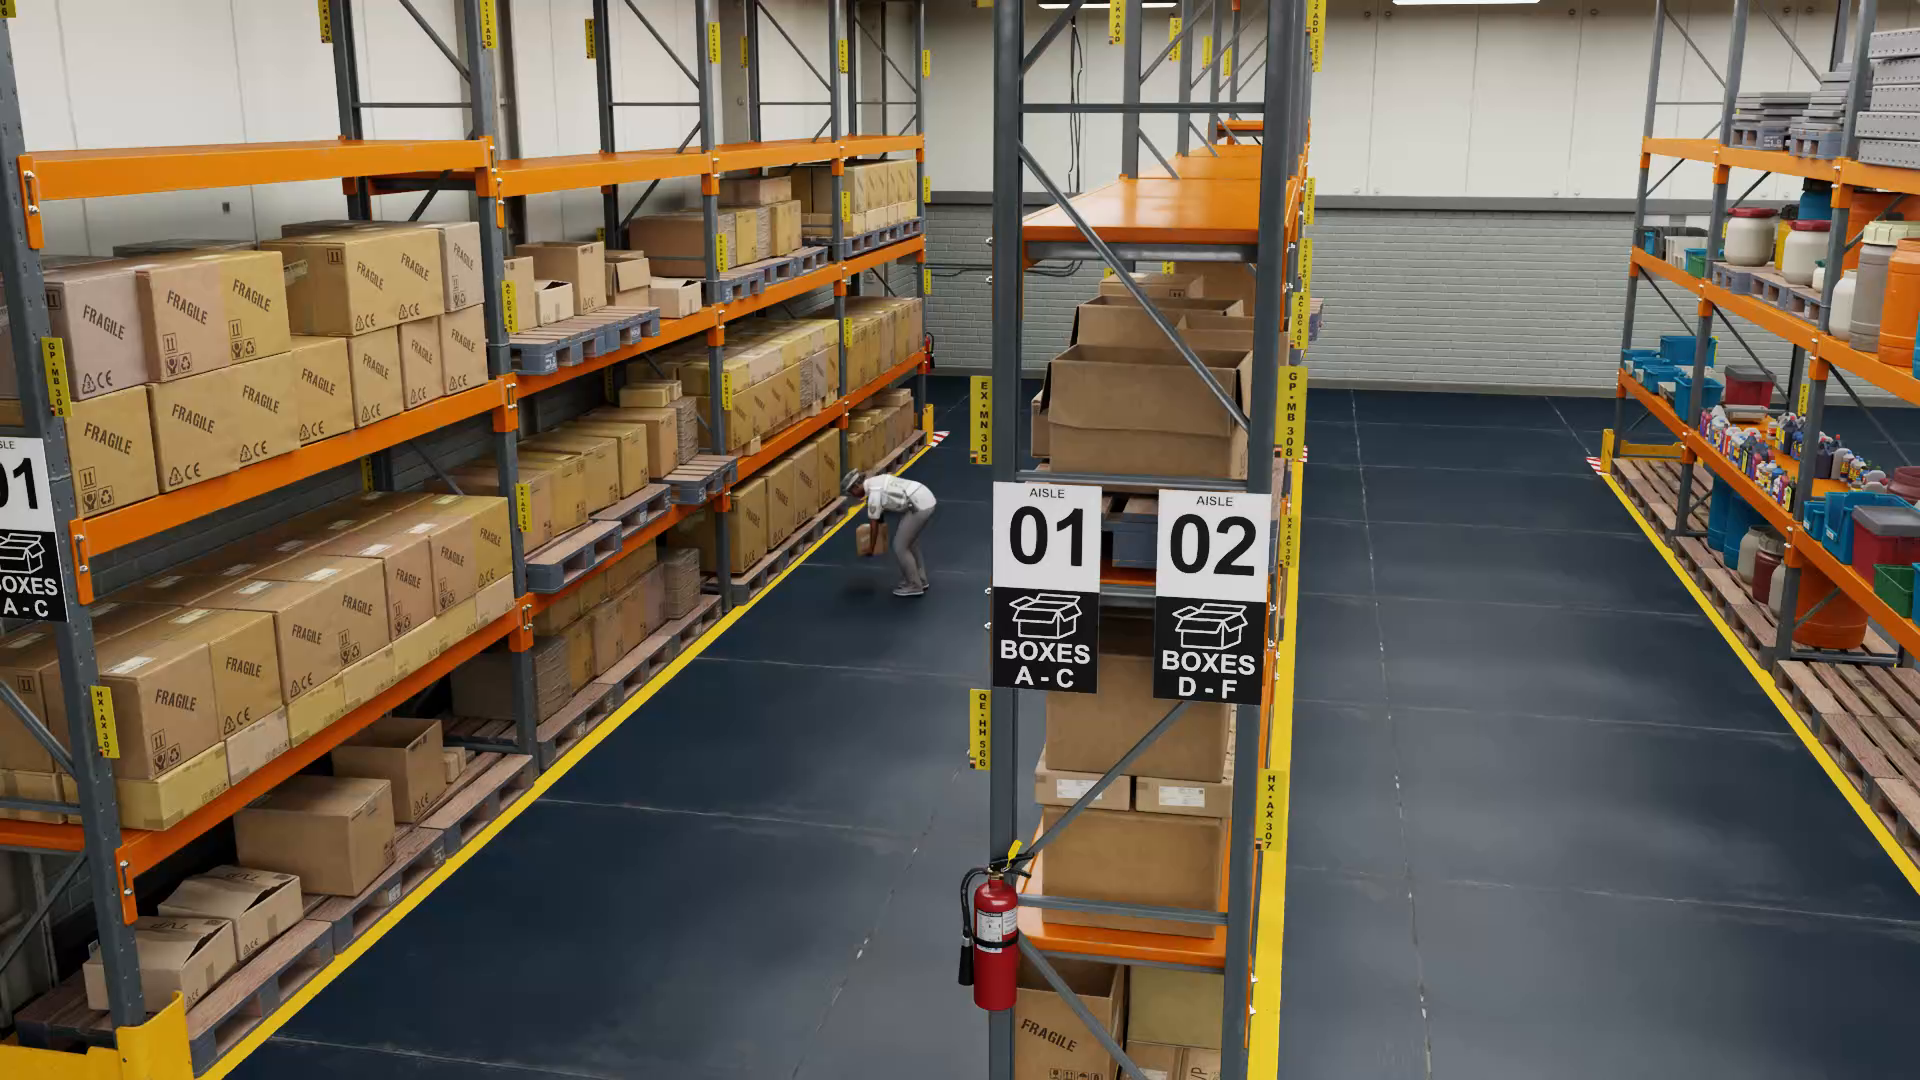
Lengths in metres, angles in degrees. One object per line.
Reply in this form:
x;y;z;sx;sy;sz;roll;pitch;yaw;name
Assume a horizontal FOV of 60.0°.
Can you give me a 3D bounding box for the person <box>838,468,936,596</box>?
-0.690;-0.087;15.786;0.931;1.188;0.419;3;15;9;person
